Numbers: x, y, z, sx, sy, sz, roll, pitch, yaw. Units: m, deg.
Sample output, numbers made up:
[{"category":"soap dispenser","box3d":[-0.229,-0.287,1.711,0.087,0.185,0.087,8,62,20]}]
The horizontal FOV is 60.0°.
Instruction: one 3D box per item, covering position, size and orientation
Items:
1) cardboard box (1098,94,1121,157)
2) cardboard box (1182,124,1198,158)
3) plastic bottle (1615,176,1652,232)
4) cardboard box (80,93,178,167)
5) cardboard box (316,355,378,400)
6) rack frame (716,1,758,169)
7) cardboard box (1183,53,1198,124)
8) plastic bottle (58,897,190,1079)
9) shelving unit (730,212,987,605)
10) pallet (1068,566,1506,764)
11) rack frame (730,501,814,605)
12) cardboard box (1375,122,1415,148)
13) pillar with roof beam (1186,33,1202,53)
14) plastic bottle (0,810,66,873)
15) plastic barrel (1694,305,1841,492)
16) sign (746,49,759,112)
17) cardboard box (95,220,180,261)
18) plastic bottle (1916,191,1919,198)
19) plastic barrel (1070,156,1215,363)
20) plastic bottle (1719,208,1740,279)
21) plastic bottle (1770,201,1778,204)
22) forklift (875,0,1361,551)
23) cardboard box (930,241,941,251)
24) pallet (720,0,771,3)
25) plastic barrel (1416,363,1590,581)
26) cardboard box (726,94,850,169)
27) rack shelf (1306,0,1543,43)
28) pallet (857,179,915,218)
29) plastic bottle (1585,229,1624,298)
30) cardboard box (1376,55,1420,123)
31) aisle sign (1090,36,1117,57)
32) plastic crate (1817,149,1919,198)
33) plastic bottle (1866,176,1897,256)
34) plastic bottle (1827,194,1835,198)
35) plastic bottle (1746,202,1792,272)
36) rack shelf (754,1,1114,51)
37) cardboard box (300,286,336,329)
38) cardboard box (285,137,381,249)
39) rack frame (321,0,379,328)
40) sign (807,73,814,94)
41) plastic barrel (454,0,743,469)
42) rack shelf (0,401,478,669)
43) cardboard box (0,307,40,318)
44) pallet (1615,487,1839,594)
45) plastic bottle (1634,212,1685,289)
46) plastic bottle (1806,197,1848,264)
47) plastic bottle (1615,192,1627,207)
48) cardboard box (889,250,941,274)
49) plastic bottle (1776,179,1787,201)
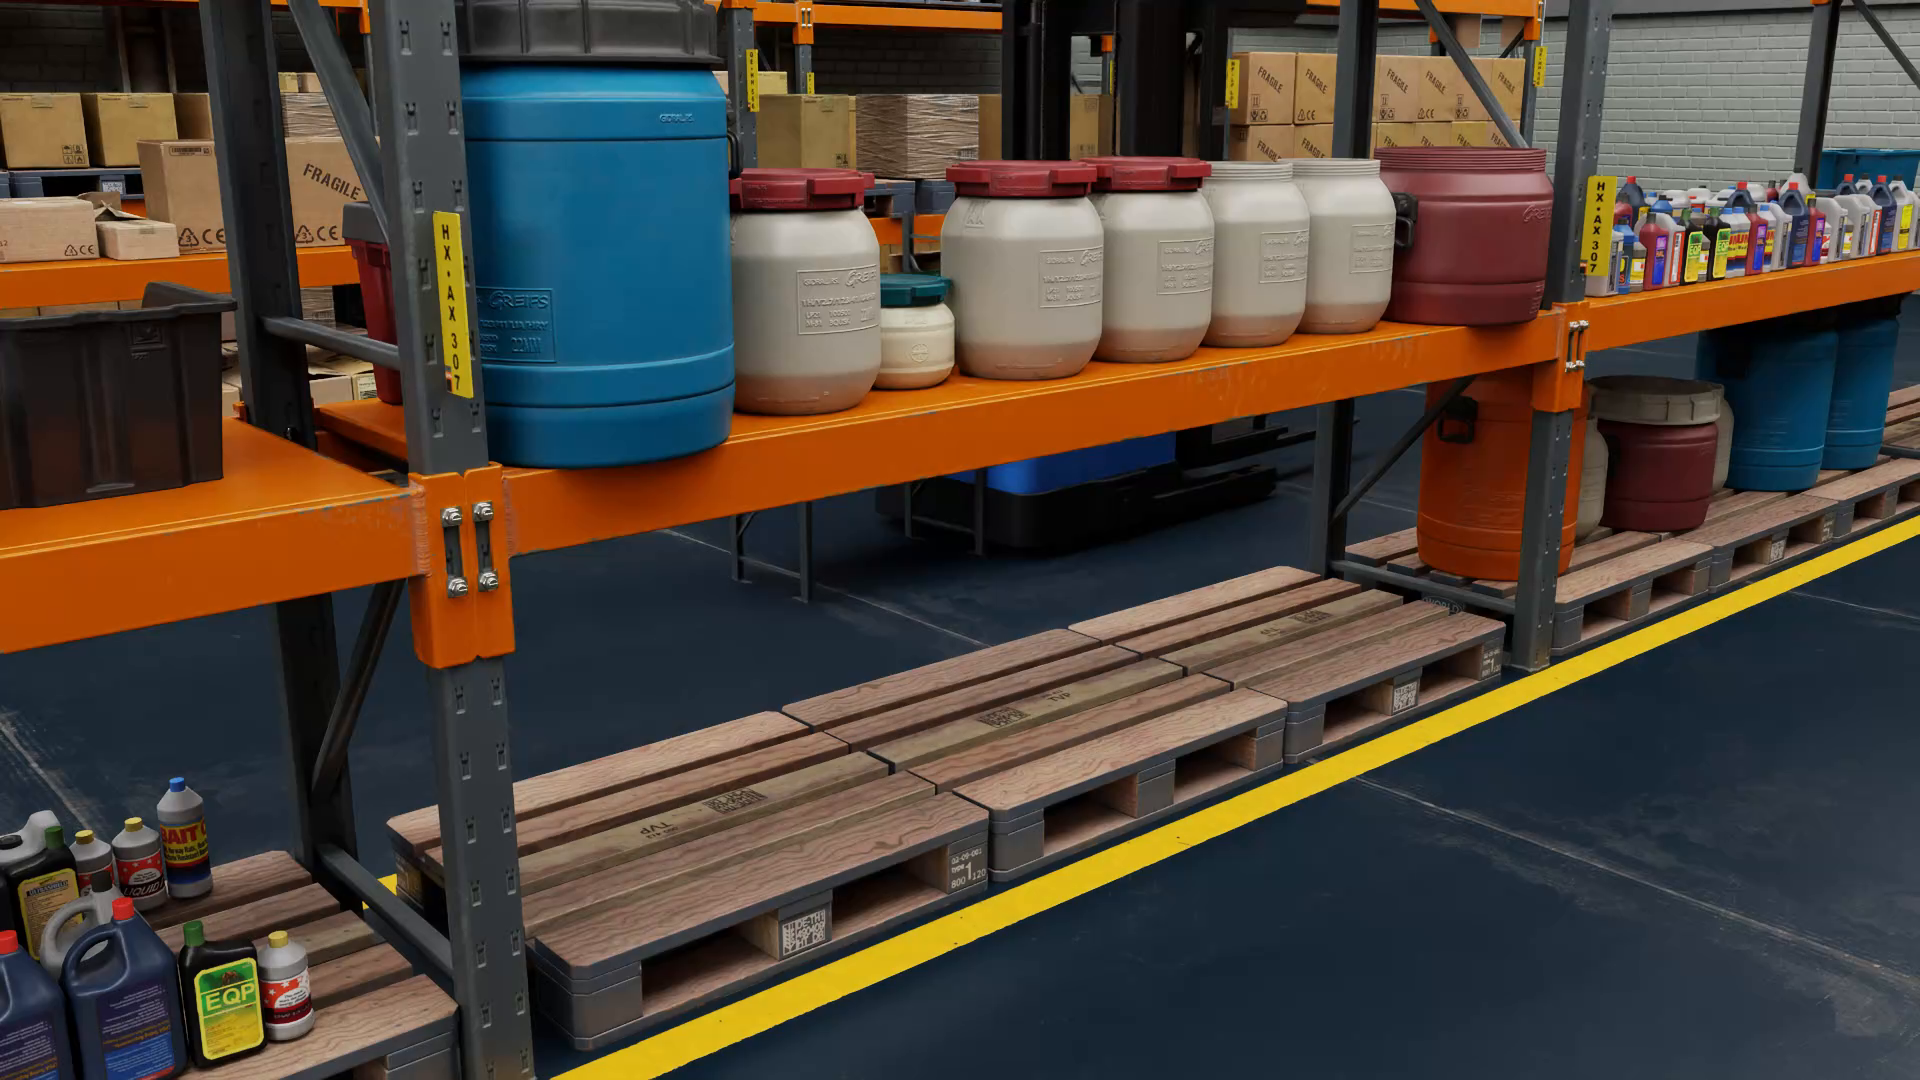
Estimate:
[{"category":"cardboard box","box3d":[1.023,-2.930,11.899,0.700,0.500,0.500,8,17,28]},{"category":"cardboard box","box3d":[1.736,-2.898,12.595,0.500,0.500,0.500,-12,19,-38]},{"category":"plastic bottle","box3d":[3.033,-1.467,7.525,0.185,0.351,0.144,-13,19,-39]},{"category":"cardboard box","box3d":[-6.018,-2.965,11.993,0.500,0.500,0.700,-13,19,-39]},{"category":"cardboard box","box3d":[-2.874,-0.788,8.314,0.500,0.311,0.500,-12,19,-38]},{"category":"rack frame","box3d":[-1.490,-2.038,9.567,0.127,3.000,1.000,-13,19,-39]},{"category":"cardboard box","box3d":[1.739,-3.383,12.471,0.500,0.500,0.500,-13,19,-39]},{"category":"plastic bottle","box3d":[-1.556,0.837,3.084,0.185,0.351,0.144,-13,20,-41]},{"category":"shelving unit","box3d":[-0.427,-0.602,7.098,0.538,1.500,1.048,14,21,43]},{"category":"pallet","box3d":[1.148,0.398,5.851,1.213,0.211,1.003,-13,19,-39]},{"category":"rack frame","box3d":[-0.784,-0.509,6.749,0.500,1.500,0.032,14,21,43]},{"category":"cardboard box","box3d":[3.236,-3.055,13.181,0.500,0.500,0.500,-13,20,-40]},{"category":"pillar with roof beam","box3d":[5.585,-7.043,16.679,0.400,9.000,9.100,-13,19,-39]},{"category":"plastic bottle","box3d":[-2.013,0.737,3.604,0.135,0.276,0.152,-12,19,-37]},{"category":"plastic barrel","box3d":[3.820,-0.731,7.926,0.708,0.901,0.600,-13,19,-39]},{"category":"sign","box3d":[-1.124,-2.490,9.015,0.005,0.325,0.100,-13,19,-39]},{"category":"cardboard box","box3d":[-3.705,-1.349,7.475,0.250,0.149,0.380,-13,19,-39]},{"category":"plastic bottle","box3d":[4.691,-1.561,8.021,0.135,0.276,0.152,-13,19,-39]},{"category":"plastic barrel","box3d":[0.486,-0.778,4.586,0.433,0.535,0.433,0,15,0]},{"category":"plastic bottle","box3d":[3.026,-1.175,6.587,0.097,0.271,0.097,0,15,0]},{"category":"plastic bottle","box3d":[3.996,-1.567,8.189,0.097,0.201,0.097,0,15,0]},{"category":"forklift","box3d":[0.986,-1.673,8.336,1.130,2.935,3.031,14,21,43]},{"category":"cardboard box","box3d":[-0.326,-2.952,17.019,0.500,0.500,0.700,-12,19,-38]},{"category":"pallet","box3d":[-2.387,-4.871,14.732,1.217,0.209,0.805,-14,20,-42]},{"category":"plastic barrel","box3d":[2.116,-0.313,6.503,0.708,0.830,0.600,-13,19,-39]},{"category":"cardboard box","box3d":[-1.089,-2.418,9.981,0.700,0.500,0.500,8,17,28]},{"category":"rack shelf","box3d":[3.036,-4.156,13.078,4.000,0.370,1.077,-13,19,-39]},{"category":"pallet","box3d":[-1.025,-2.074,10.072,1.003,0.211,1.213,-13,19,-39]},{"category":"plastic bottle","box3d":[2.297,-1.023,6.009,0.135,0.276,0.152,-13,19,-39]},{"category":"cardboard box","box3d":[3.233,-3.534,13.037,0.500,0.500,0.500,-12,19,-38]},{"category":"aisle sign","box3d":[1.541,-5.567,17.740,0.004,0.787,0.394,-13,19,-39]},{"category":"plastic crate","box3d":[4.904,-1.917,9.030,0.575,0.384,0.392,-13,19,-39]},{"category":"plastic bottle","box3d":[4.158,-1.476,7.559,0.185,0.351,0.144,-13,19,-39]},{"category":"plastic bottle","box3d":[3.939,-1.432,7.549,0.097,0.271,0.097,0,15,0]},{"category":"plastic bottle","box3d":[3.343,-1.258,6.888,0.135,0.276,0.152,-13,19,-39]},{"category":"rack shelf","box3d":[-0.219,-5.120,16.686,4.000,0.370,1.077,-13,19,-39]},{"category":"cardboard box","box3d":[-5.254,-1.874,12.946,0.500,0.500,0.700,-12,19,-39]},{"category":"cardboard box","box3d":[-3.143,-1.710,8.144,0.500,0.500,0.500,-13,19,-39]},{"category":"rack frame","box3d":[-4.745,-3.002,13.175,0.127,3.000,1.000,-13,19,-39]},{"category":"sign","box3d":[-1.364,-4.096,15.183,0.005,0.325,0.100,-13,19,-39]},{"category":"plastic barrel","box3d":[-0.769,-0.644,3.377,0.708,0.901,0.600,-13,19,-39]},{"category":"rack shelf","box3d":[-2.768,0.291,2.242,4.000,0.370,1.077,-13,19,-39]},{"category":"cardboard box","box3d":[-6.861,-1.554,11.747,0.500,0.500,0.700,-13,20,-40]},{"category":"pallet","box3d":[3.246,-0.073,7.614,1.213,0.211,1.003,-13,19,-39]},{"category":"plastic bottle","box3d":[2.646,-1.102,6.302,0.135,0.276,0.152,-13,19,-39]},{"category":"plastic bottle","box3d":[3.758,-1.351,7.237,0.135,0.276,0.152,-13,19,-39]},{"category":"plastic bottle","box3d":[2.926,-1.404,7.419,0.133,0.283,0.061,-13,19,-39]},{"category":"cardboard box","box3d":[-0.130,-1.794,11.190,0.500,0.250,0.500,-13,20,-40]},{"category":"plastic bottle","box3d":[4.219,-1.715,8.584,0.133,0.283,0.061,-13,19,-39]}]
